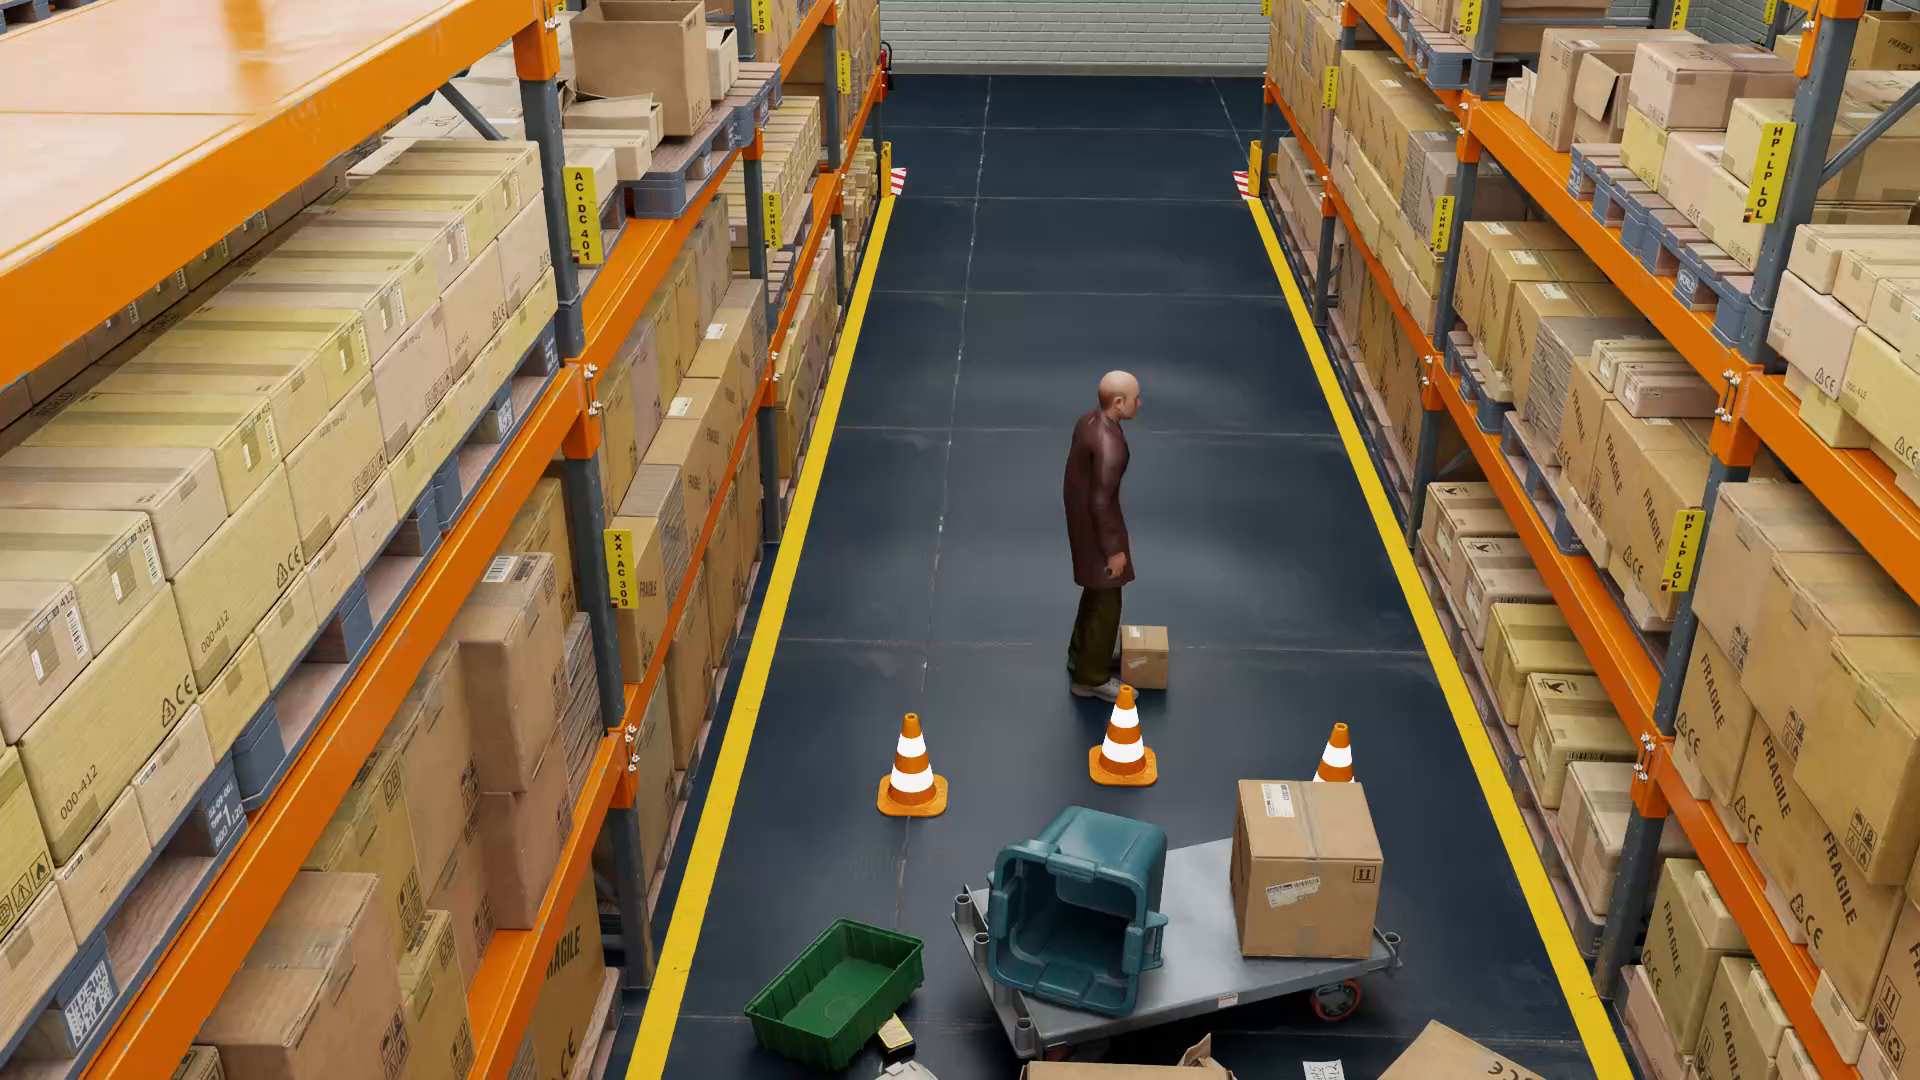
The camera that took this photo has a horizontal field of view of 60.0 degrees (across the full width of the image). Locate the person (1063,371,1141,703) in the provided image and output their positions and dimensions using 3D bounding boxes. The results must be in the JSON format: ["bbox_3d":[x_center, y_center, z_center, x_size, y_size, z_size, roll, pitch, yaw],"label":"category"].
[{"bbox_3d":[0.751,-0.045,8.724,0.427,1.773,0.651,-1,28,-1],"label":"person"}]
